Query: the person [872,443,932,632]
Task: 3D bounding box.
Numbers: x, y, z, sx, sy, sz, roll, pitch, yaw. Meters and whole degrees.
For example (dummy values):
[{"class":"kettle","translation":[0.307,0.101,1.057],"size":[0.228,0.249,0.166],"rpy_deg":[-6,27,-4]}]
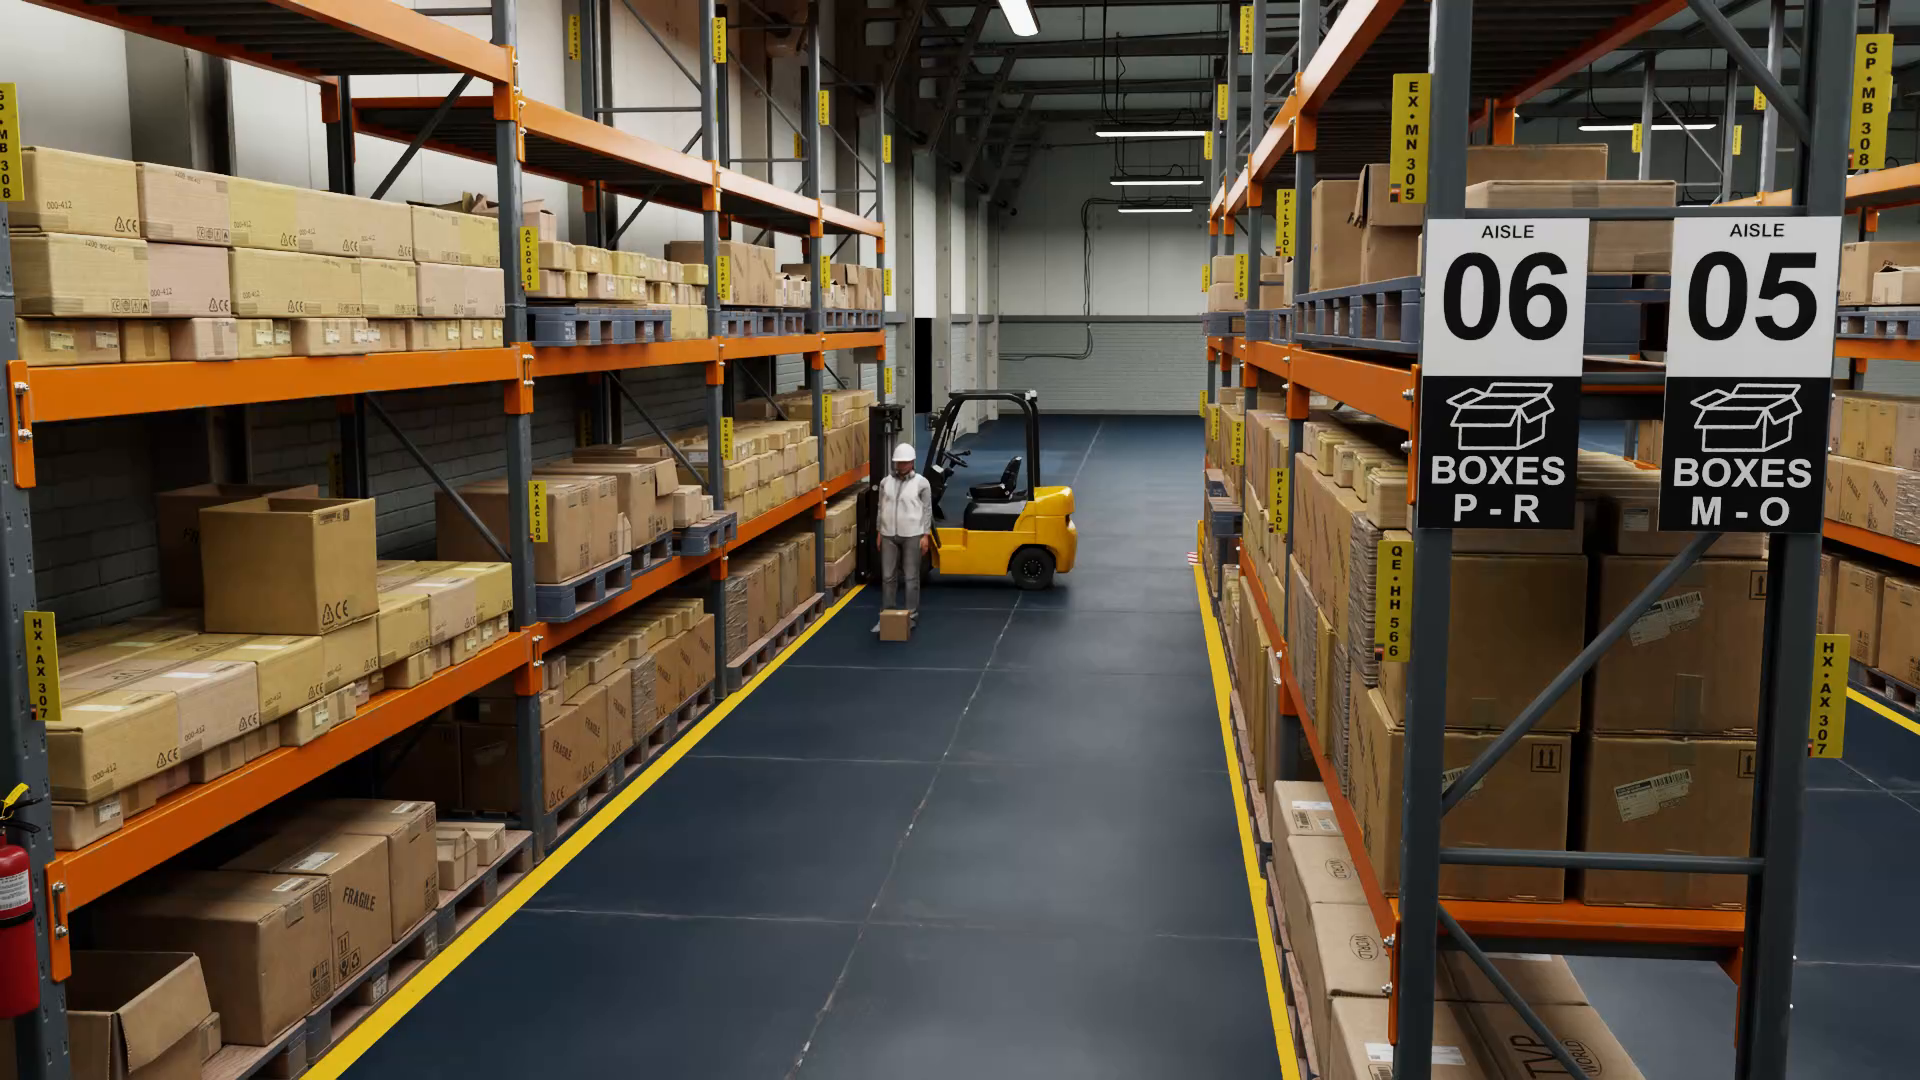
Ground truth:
[{"class":"person","translation":[-0.550,-0.019,15.845],"size":[0.548,1.808,0.413],"rpy_deg":[2,8,16]}]
